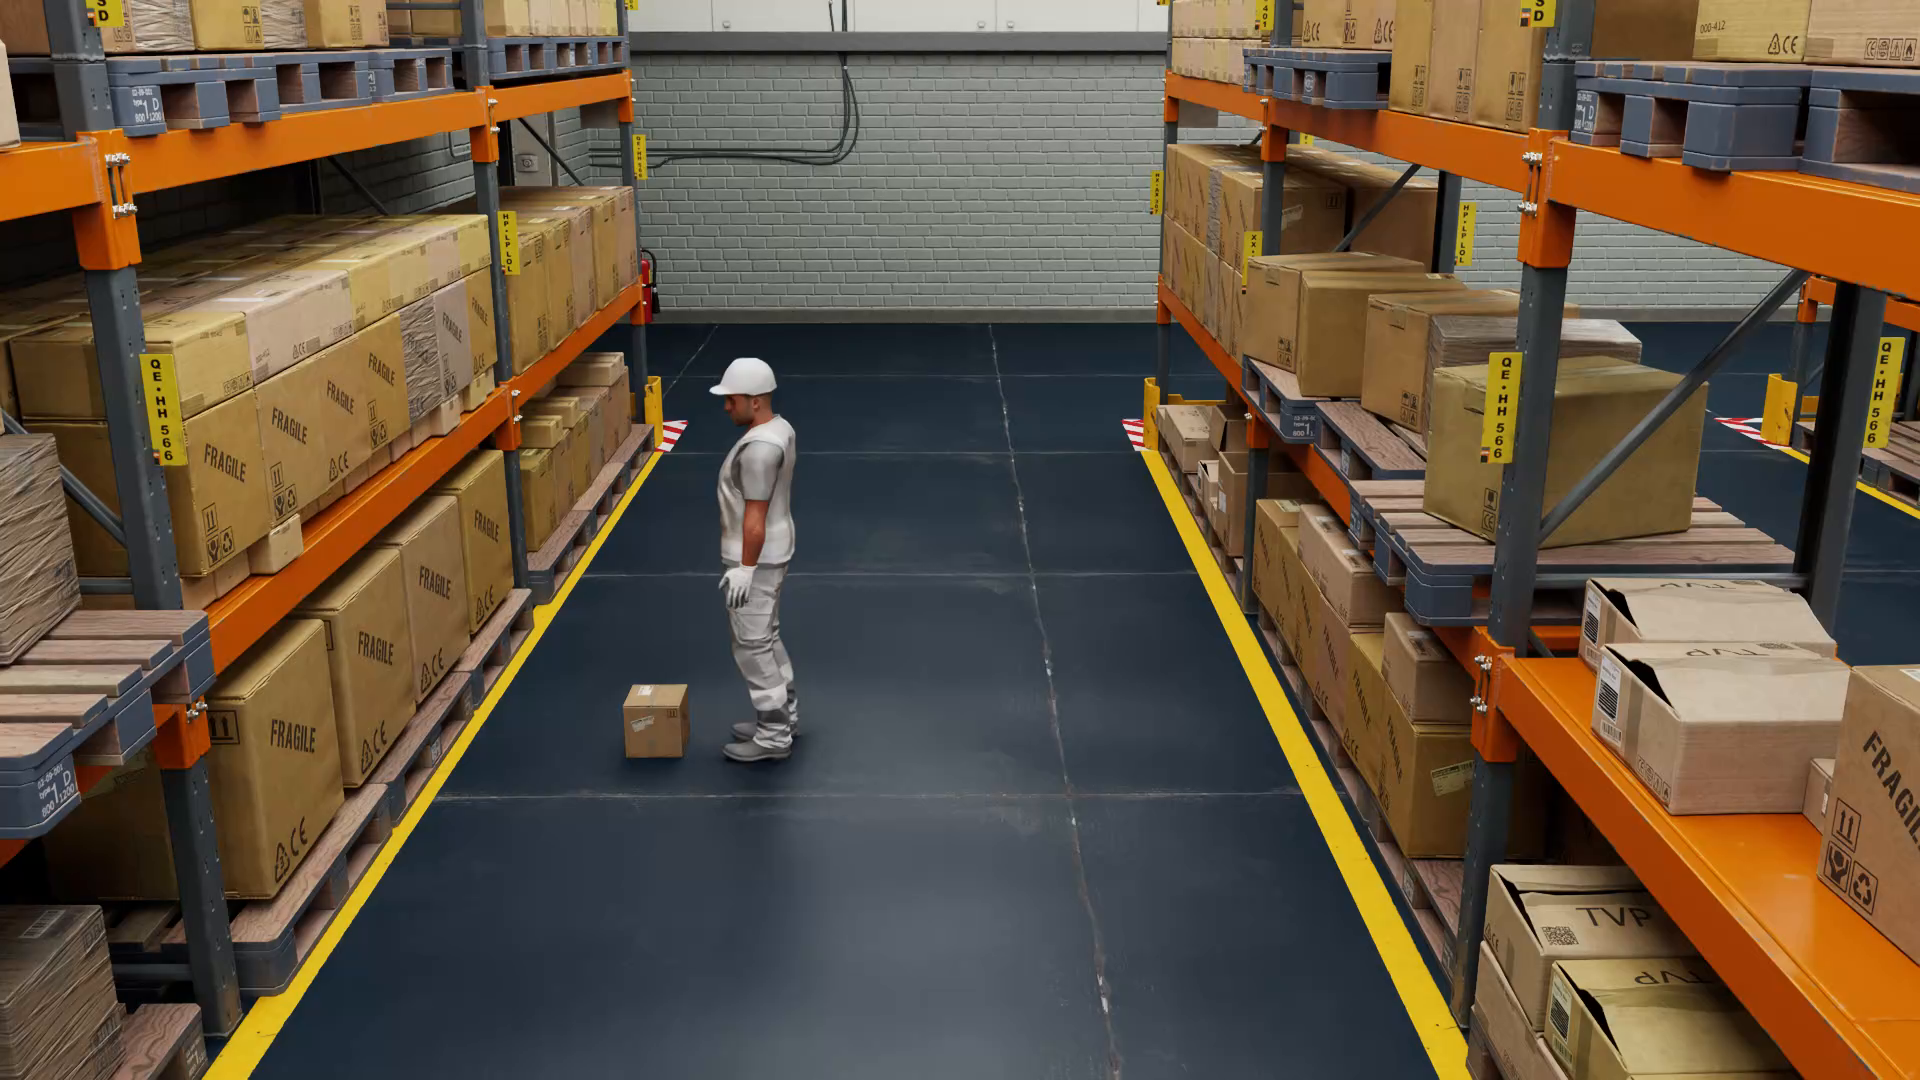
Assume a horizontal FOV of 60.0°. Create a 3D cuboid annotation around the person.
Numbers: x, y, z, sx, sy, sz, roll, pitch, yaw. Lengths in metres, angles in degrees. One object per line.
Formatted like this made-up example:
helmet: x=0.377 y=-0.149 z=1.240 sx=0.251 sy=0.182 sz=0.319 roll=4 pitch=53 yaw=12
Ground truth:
person: x=-0.879 y=0.089 z=7.227 sx=0.345 sy=1.782 sz=0.527 roll=0 pitch=17 yaw=0
